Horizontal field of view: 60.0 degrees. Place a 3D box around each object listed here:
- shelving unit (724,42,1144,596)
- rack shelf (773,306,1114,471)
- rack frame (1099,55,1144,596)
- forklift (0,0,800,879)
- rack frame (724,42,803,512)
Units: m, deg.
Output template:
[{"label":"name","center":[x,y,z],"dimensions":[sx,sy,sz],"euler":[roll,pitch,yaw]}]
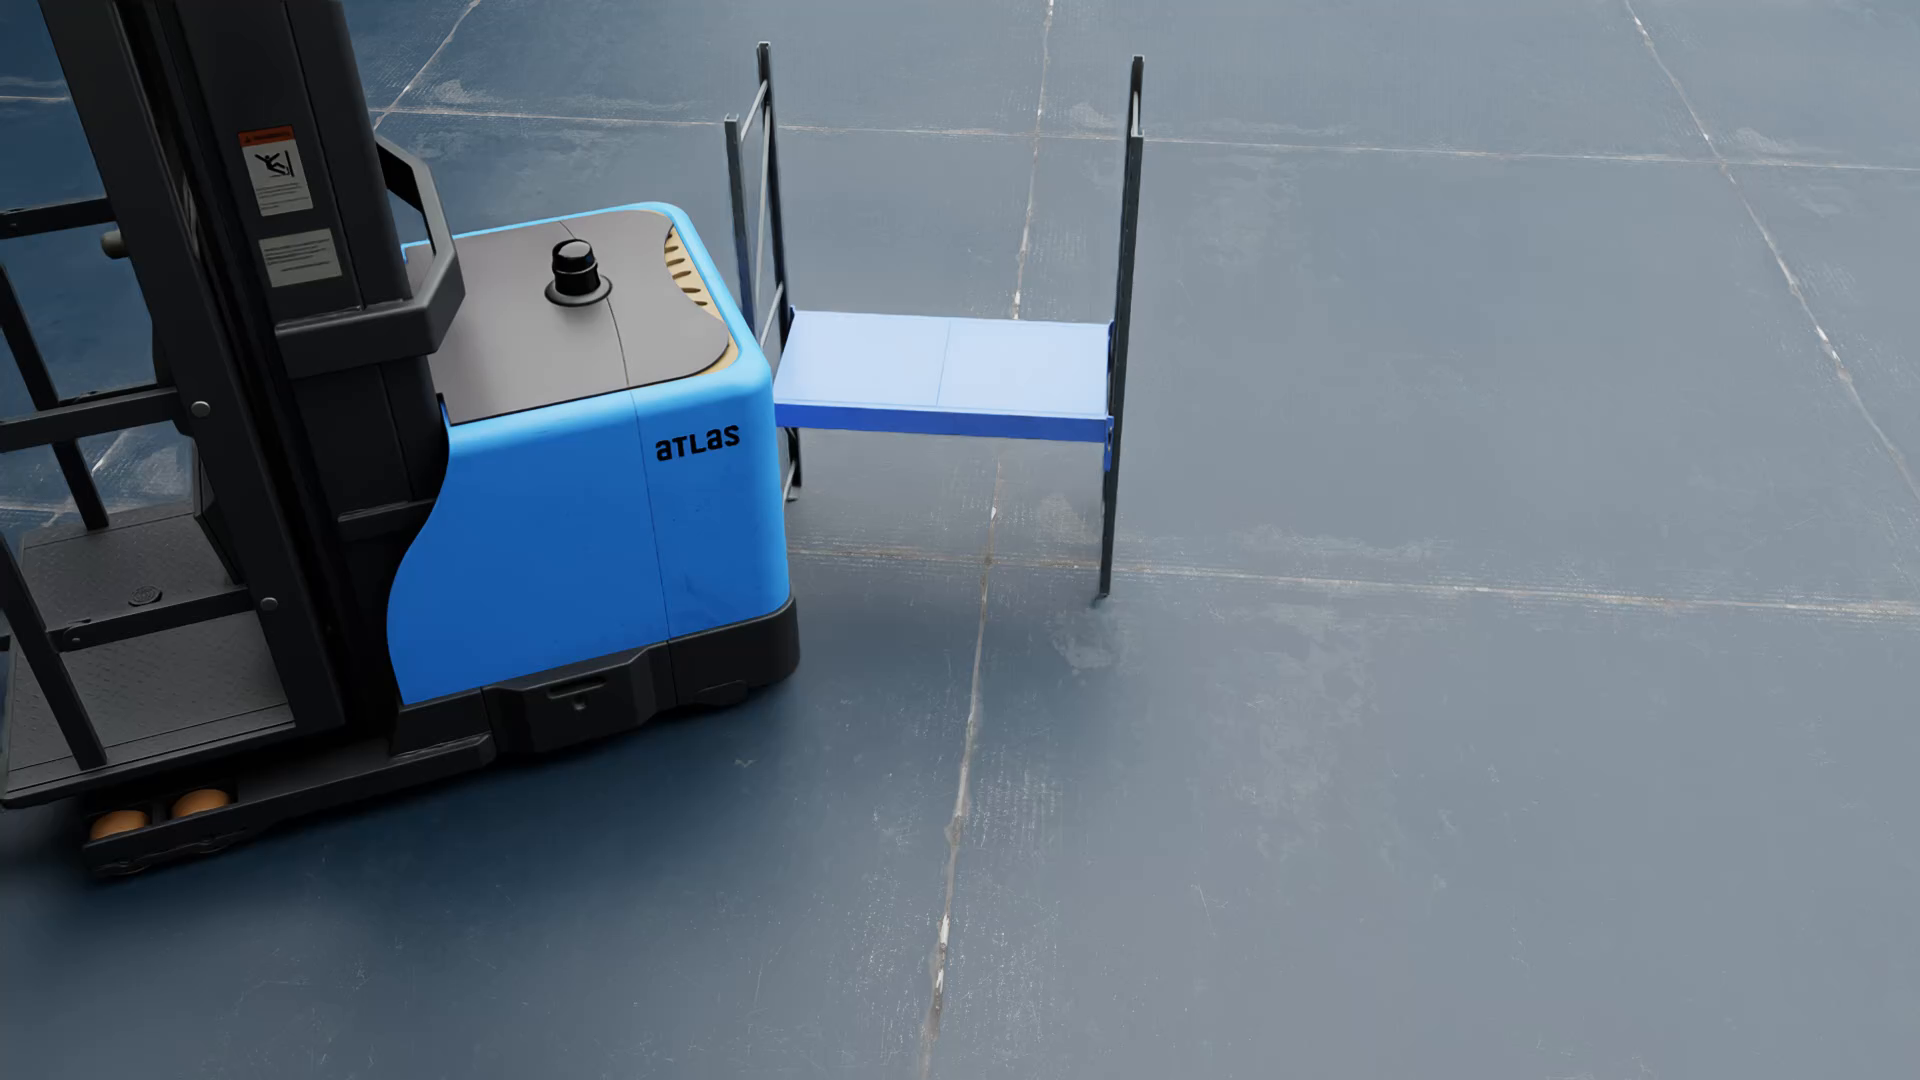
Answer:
[{"label":"shelving unit","center":[-0.048,-0.596,4.794],"dimensions":[1.048,1.500,0.538],"euler":[3,39,4]},{"label":"rack shelf","center":[-0.048,-0.456,4.908],"dimensions":[1.000,0.185,0.538],"euler":[3,39,4]},{"label":"rack frame","center":[0.459,-0.568,4.760],"dimensions":[0.032,1.500,0.500],"euler":[3,39,4]},{"label":"forklift","center":[-2.025,-0.670,3.751],"dimensions":[3.031,2.935,1.130],"euler":[-14,41,-16]},{"label":"rack frame","center":[-0.554,-0.623,4.828],"dimensions":[0.032,1.500,0.500],"euler":[3,39,4]}]
